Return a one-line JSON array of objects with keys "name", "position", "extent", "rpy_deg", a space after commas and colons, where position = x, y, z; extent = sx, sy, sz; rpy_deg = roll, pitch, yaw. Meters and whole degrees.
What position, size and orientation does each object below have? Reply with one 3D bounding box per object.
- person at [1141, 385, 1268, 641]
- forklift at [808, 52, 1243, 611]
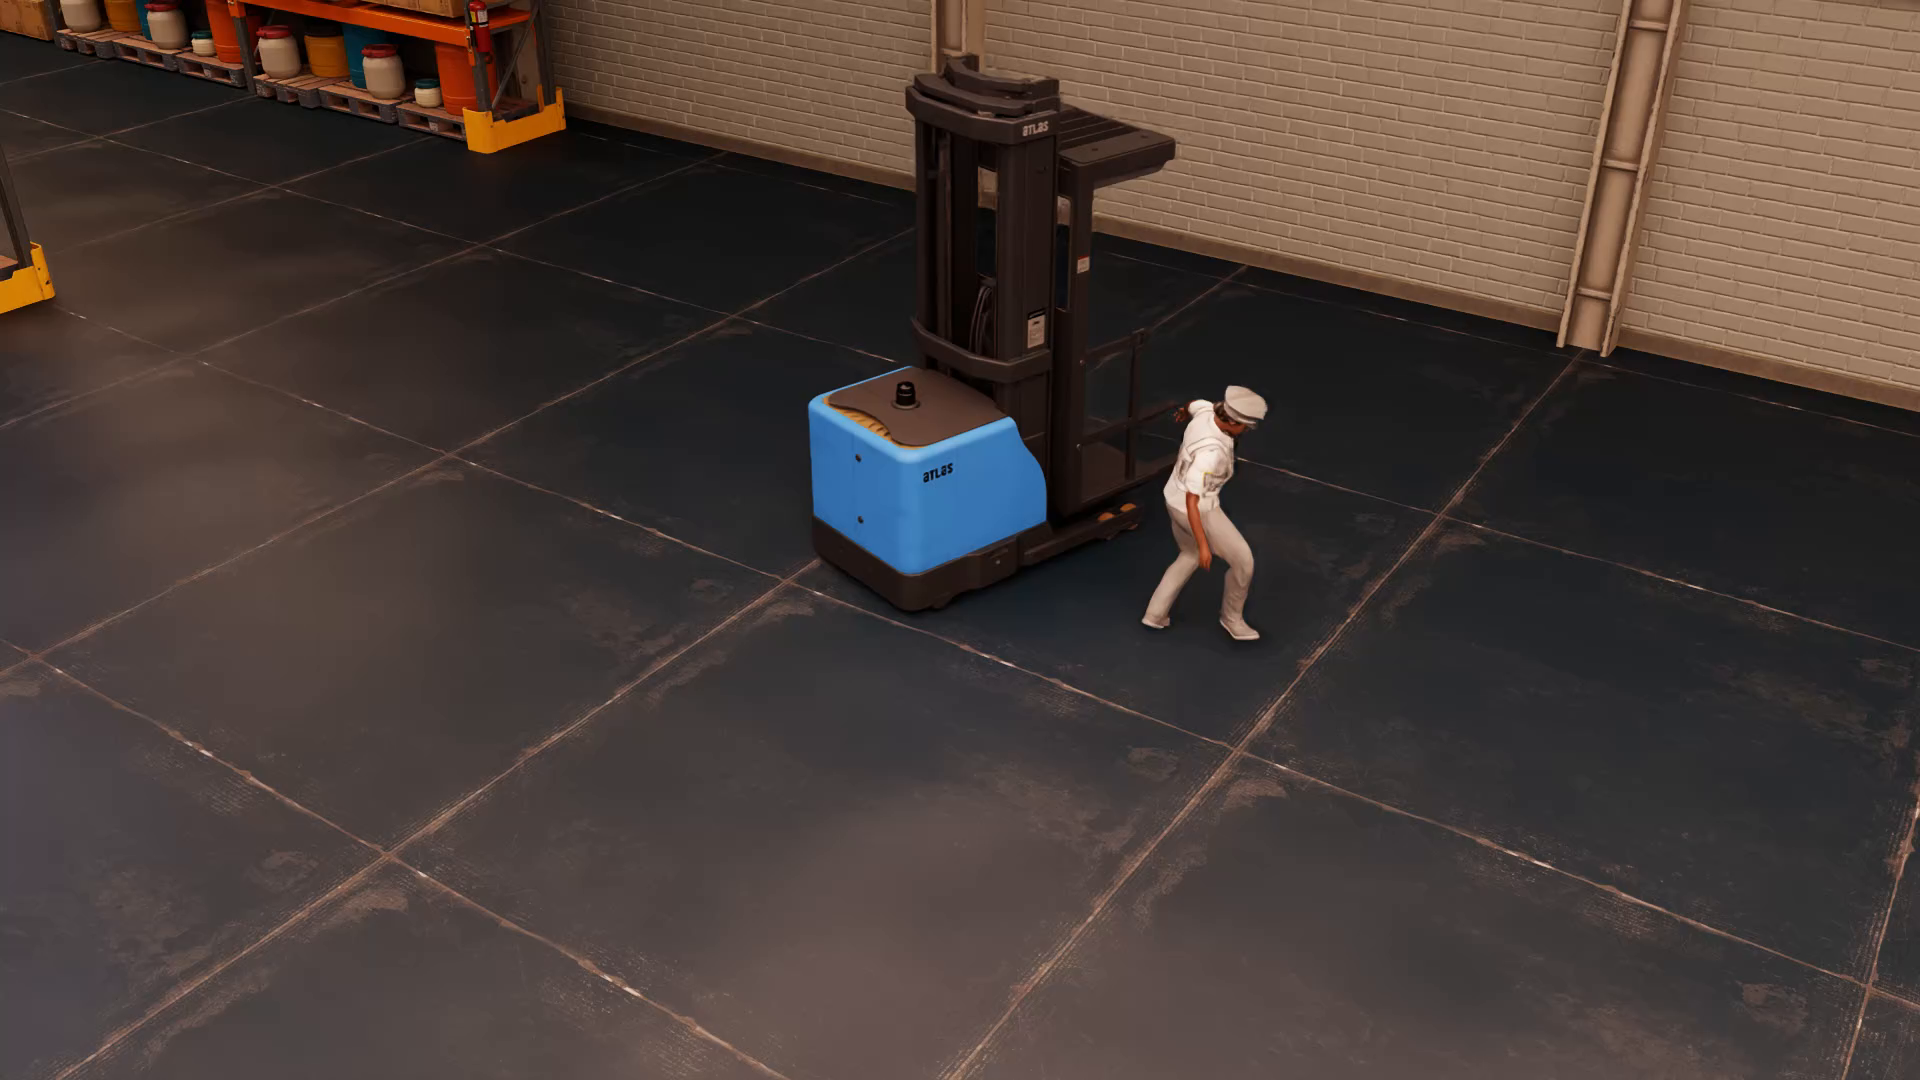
[{"name": "person", "position": [1.370, -0.210, 9.444], "extent": [0.634, 1.580, 1.116], "rpy_deg": [0, 30, 0]}, {"name": "forklift", "position": [0.550, -1.456, 10.089], "extent": [3.031, 2.935, 1.130], "rpy_deg": [-22, 37, -33]}]
